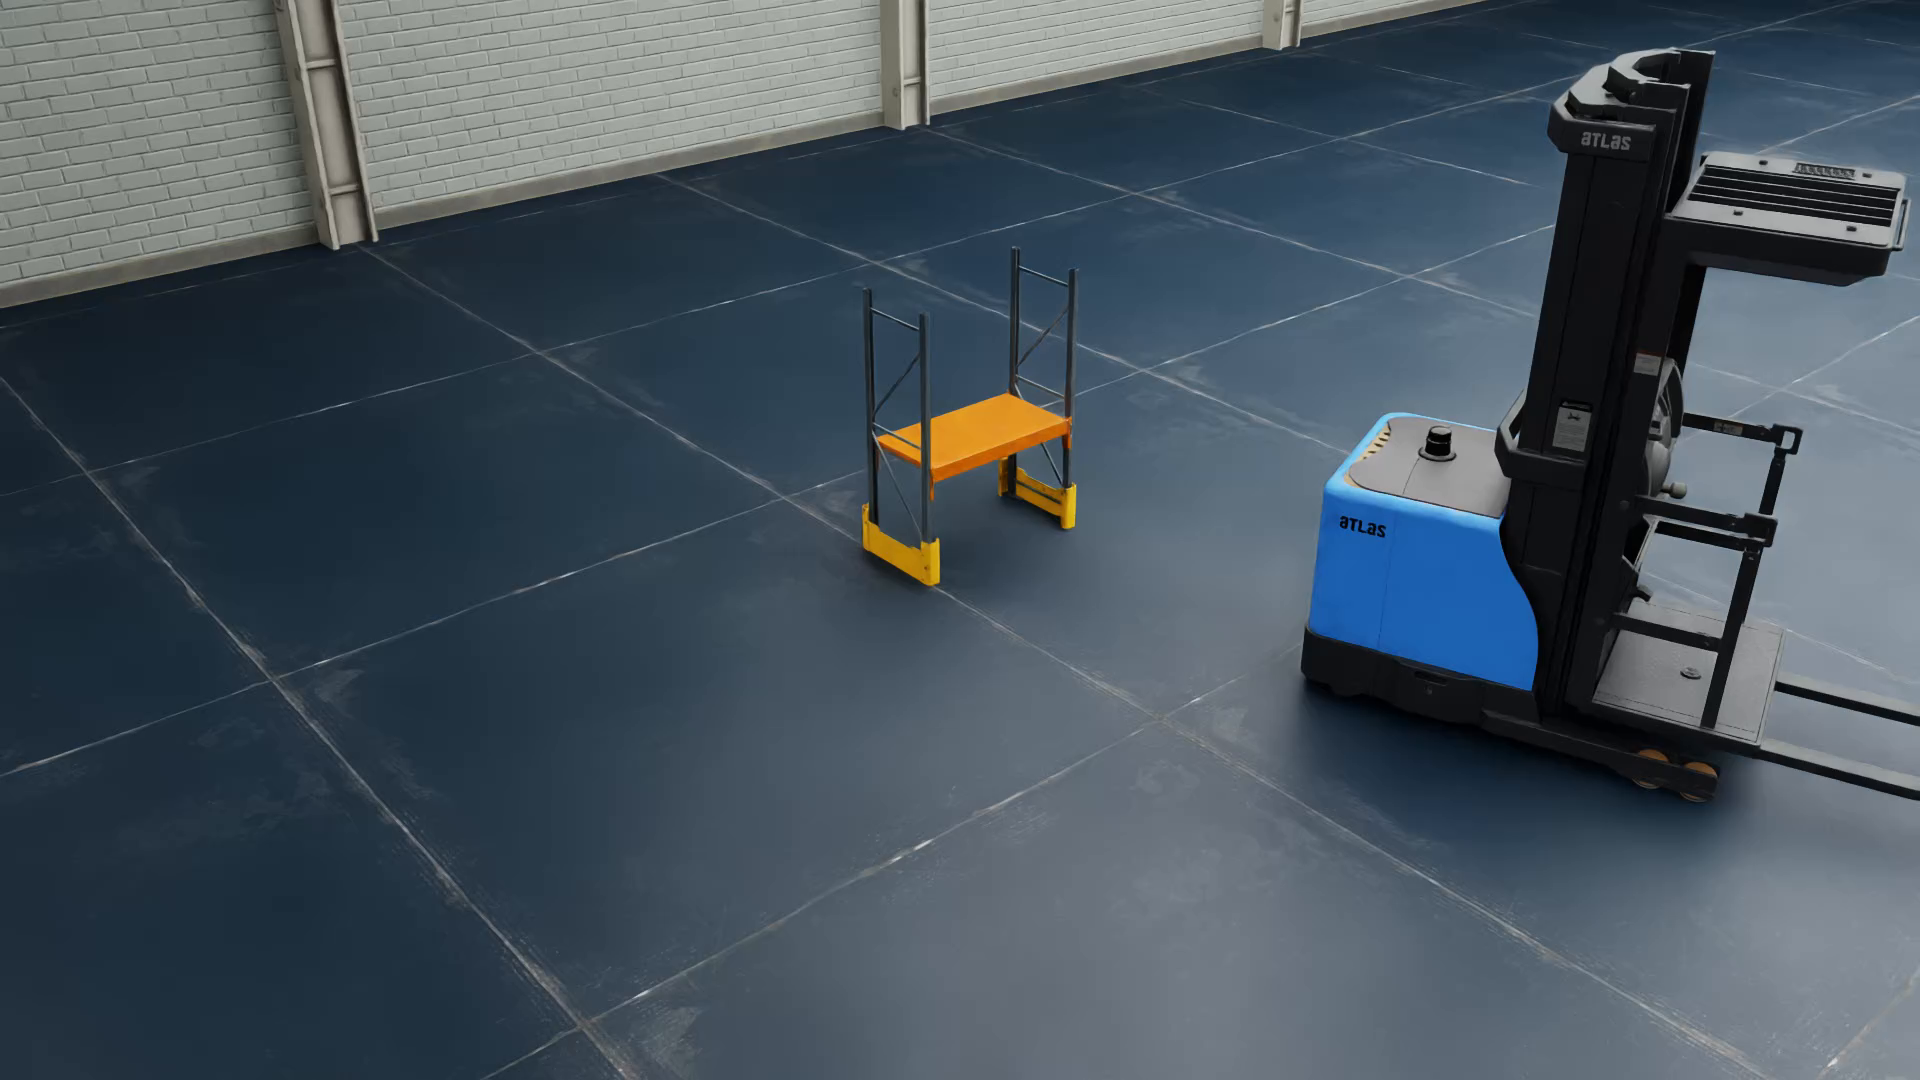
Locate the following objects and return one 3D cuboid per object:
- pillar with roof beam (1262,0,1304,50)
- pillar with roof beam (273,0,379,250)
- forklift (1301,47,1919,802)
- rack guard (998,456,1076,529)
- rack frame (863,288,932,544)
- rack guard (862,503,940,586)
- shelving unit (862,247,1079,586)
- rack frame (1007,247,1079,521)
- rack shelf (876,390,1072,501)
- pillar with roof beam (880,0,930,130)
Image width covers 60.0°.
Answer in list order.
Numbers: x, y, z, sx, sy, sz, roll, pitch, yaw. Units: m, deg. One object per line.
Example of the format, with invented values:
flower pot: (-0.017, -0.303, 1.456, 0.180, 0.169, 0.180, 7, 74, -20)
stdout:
pillar with roof beam: (6.799, -8.605, 15.805, 0.400, 9.000, 9.100, -22, 35, -35)
pillar with roof beam: (-2.330, -4.934, 8.935, 0.400, 9.000, 9.100, -22, 35, -35)
forklift: (3.166, -0.455, 6.991, 3.031, 2.935, 1.130, 15, 32, 26)
rack guard: (0.437, -0.286, 9.520, 0.087, 0.250, 0.587, -22, 35, -35)
rack frame: (-0.322, -0.532, 8.654, 0.032, 1.500, 0.500, -22, 35, -35)
rack guard: (-0.321, 0.019, 8.950, 0.087, 0.250, 0.587, -22, 35, -35)
shelving unit: (0.058, -0.685, 8.940, 1.083, 1.500, 0.587, -22, 35, -35)
rack frame: (0.452, -0.843, 9.236, 0.032, 1.500, 0.500, -22, 35, -35)
rack shelf: (0.065, -0.529, 9.030, 1.000, 0.185, 0.538, -22, 35, -35)
pillar with roof beam: (2.234, -6.770, 12.370, 0.400, 9.000, 9.100, -22, 35, -35)
